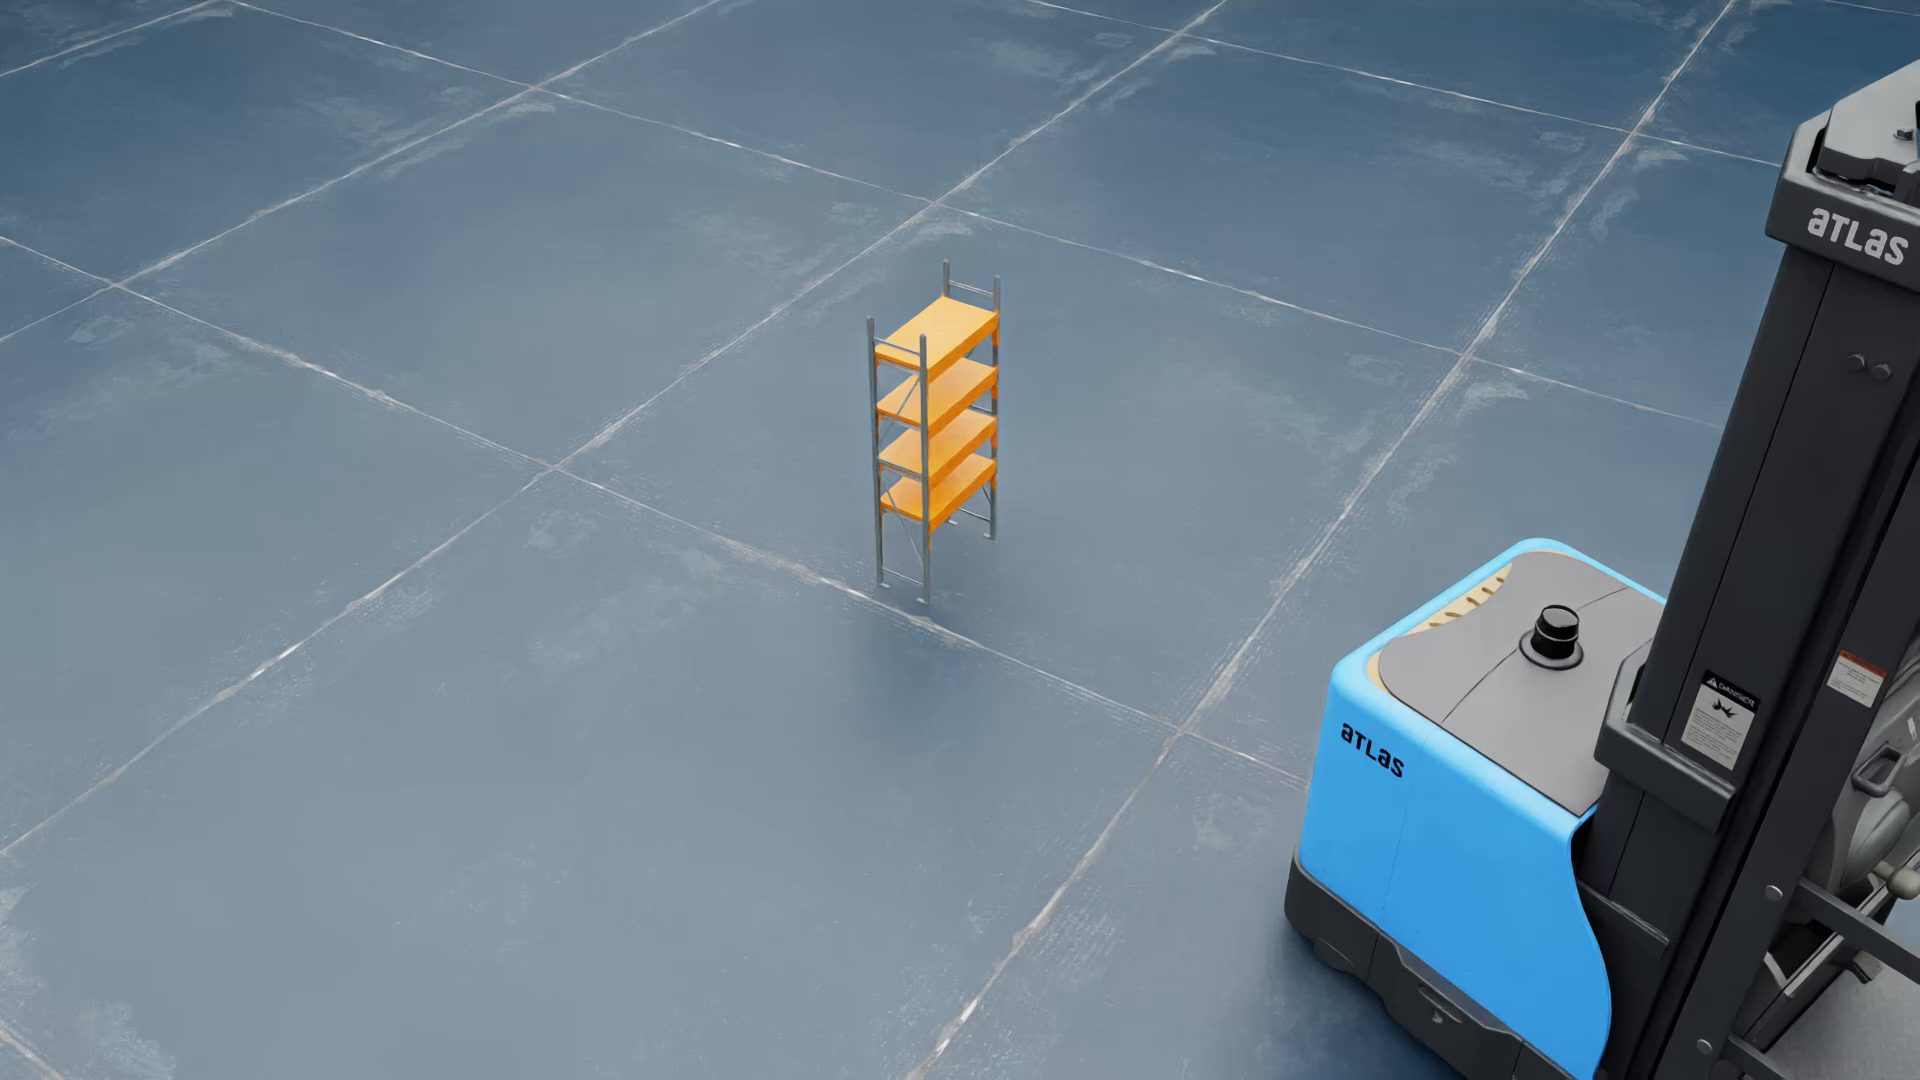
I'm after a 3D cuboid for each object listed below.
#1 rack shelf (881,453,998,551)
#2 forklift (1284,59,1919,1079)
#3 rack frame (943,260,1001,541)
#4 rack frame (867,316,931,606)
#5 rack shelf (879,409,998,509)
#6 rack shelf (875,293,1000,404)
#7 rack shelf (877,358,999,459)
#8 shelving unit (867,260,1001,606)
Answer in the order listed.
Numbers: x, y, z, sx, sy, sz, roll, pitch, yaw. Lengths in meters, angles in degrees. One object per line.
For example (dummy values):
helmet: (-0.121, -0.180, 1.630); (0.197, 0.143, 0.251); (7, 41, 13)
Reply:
rack shelf: (-0.089, -0.179, 6.435); (0.258, 0.148, 0.480); (21, 42, 25)
forklift: (2.335, 0.537, 3.653); (1.130, 2.935, 3.031); (-27, 45, -31)
rack frame: (0.042, -0.516, 6.436); (0.240, 1.200, 0.015); (21, 42, 25)
rack frame: (-0.219, -0.264, 6.110); (0.240, 1.200, 0.015); (21, 42, 25)
rack shelf: (-0.089, -0.337, 6.314); (0.258, 0.148, 0.480); (21, 42, 25)
rack shelf: (-0.089, -0.701, 6.033); (0.258, 0.148, 0.480); (21, 42, 25)
rack shelf: (-0.089, -0.514, 6.177); (0.258, 0.148, 0.480); (21, 42, 25)
shelving unit: (-0.089, -0.390, 6.273); (0.258, 1.200, 0.503); (21, 42, 25)
